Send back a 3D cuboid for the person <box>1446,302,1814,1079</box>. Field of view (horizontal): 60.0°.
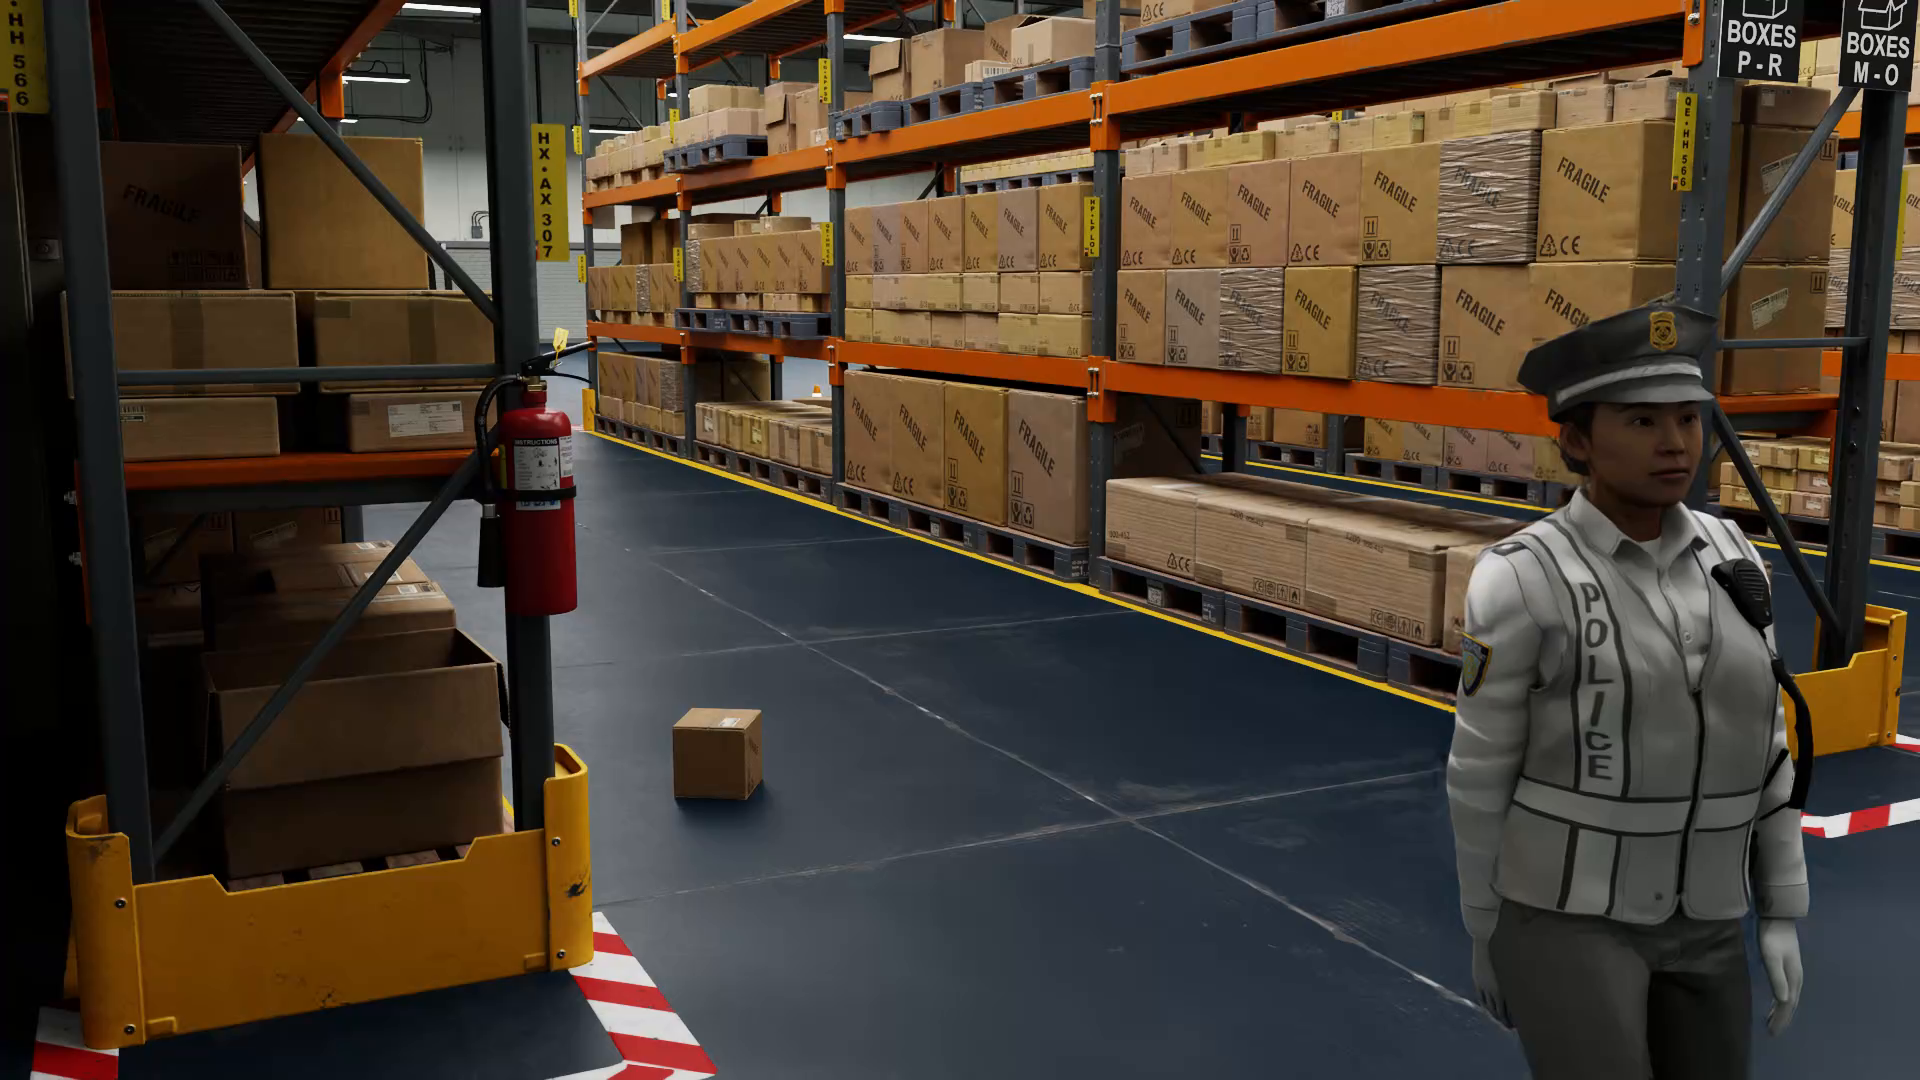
[{"bbox_3d":[0.911,0.505,2.345,0.473,1.667,0.733,-3,9,-17],"label":"person"}]
